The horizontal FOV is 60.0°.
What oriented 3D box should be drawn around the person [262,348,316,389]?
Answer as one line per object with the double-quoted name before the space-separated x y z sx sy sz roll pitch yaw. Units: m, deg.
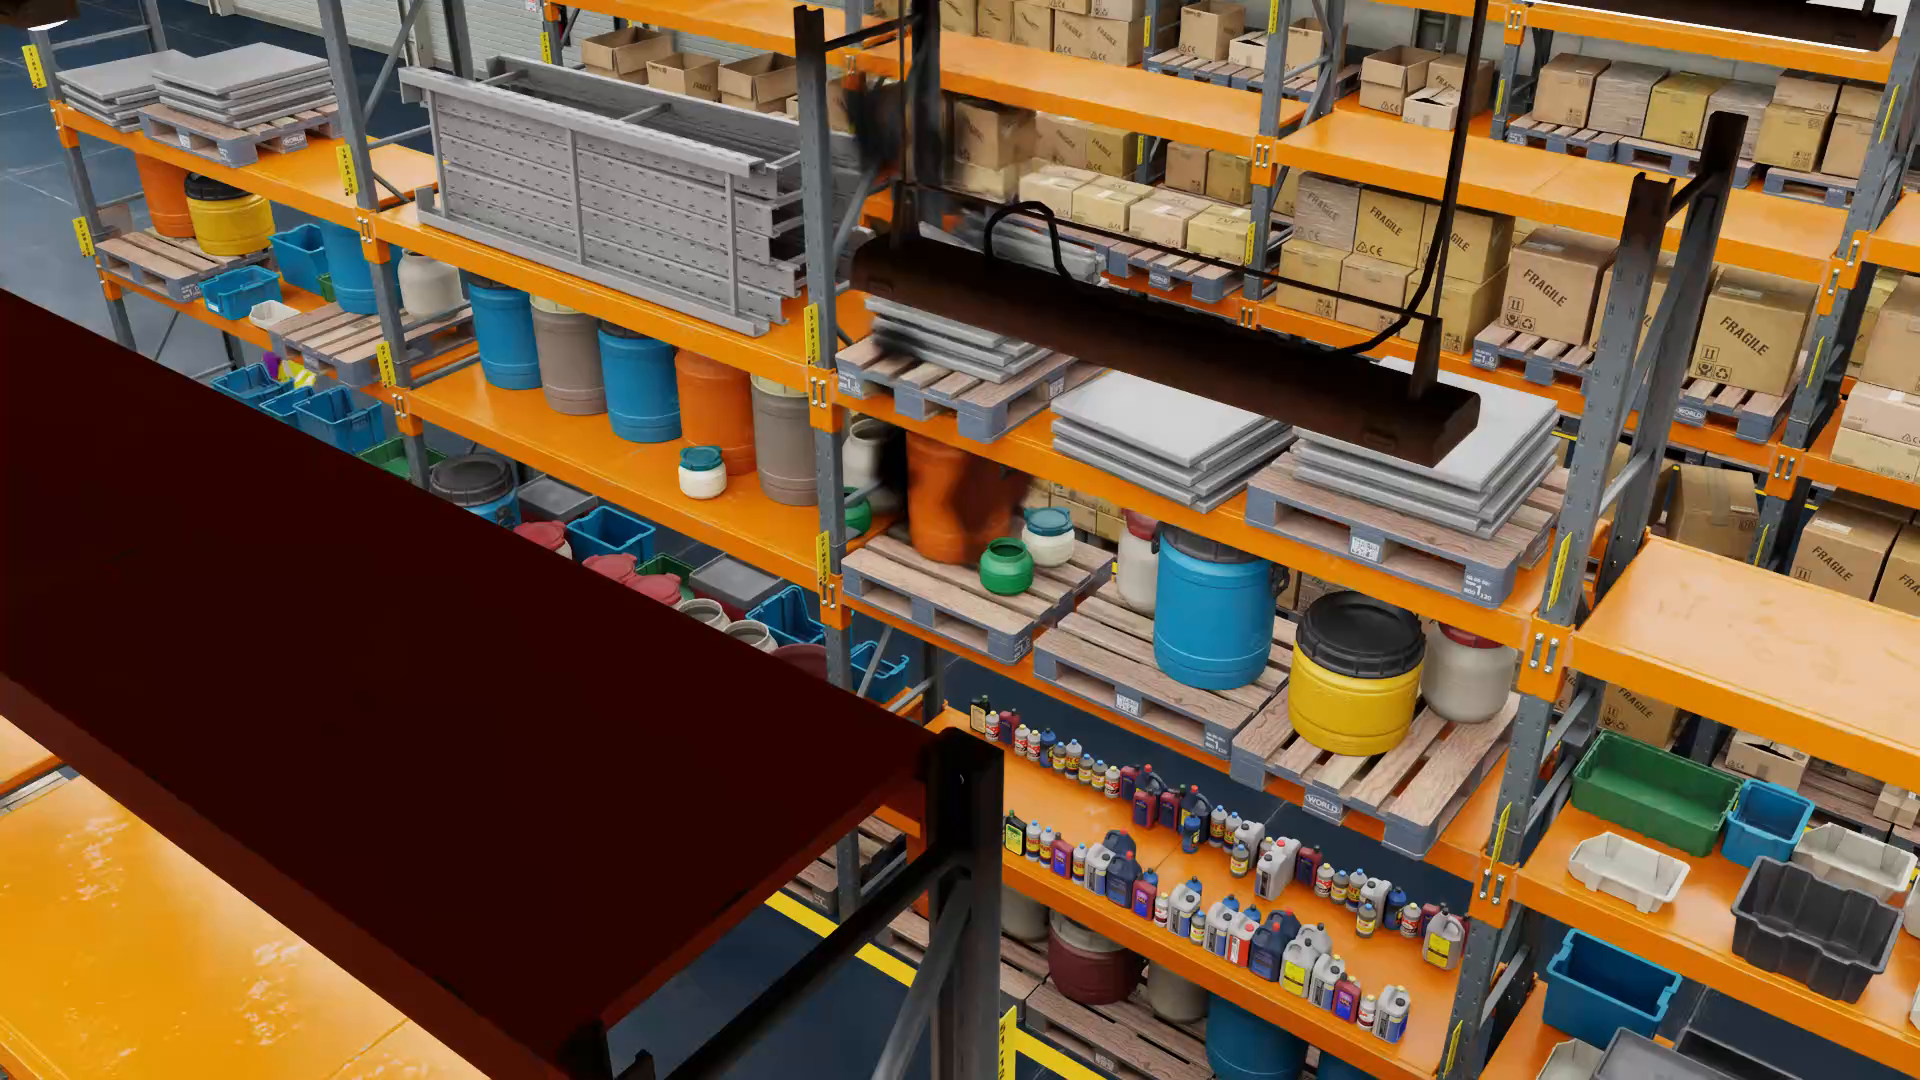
"person" -6.476 -1.492 16.077 0.542 1.710 0.726 6 32 9
